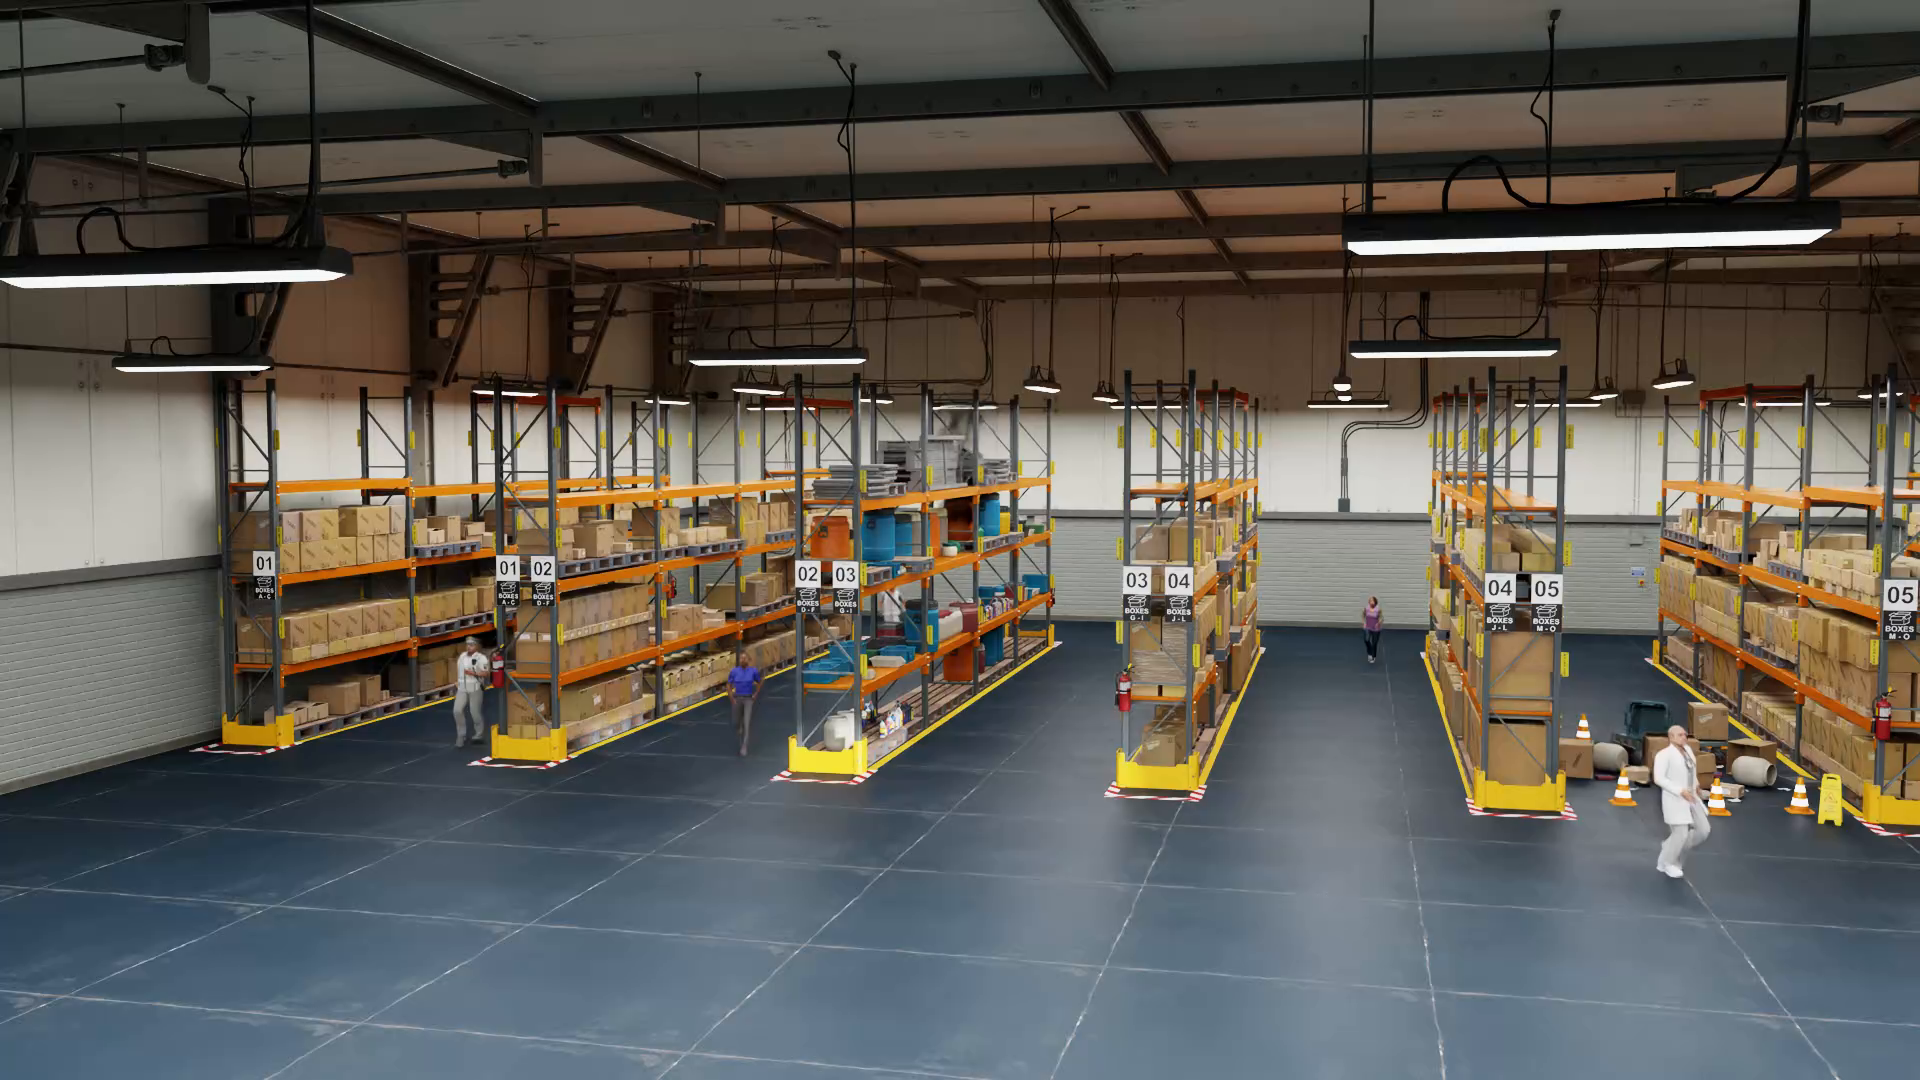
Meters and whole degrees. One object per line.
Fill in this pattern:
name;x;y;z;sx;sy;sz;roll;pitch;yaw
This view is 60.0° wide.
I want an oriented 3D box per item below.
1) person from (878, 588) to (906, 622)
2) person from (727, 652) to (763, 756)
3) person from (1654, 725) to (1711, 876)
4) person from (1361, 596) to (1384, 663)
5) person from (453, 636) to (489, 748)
person;-1.603;1.778;39.243;0.668;1.749;0.746;0;3;-2
person;-3.469;2.614;26.768;0.568;1.632;0.865;0;3;1
person;8.270;2.990;19.050;0.719;1.737;0.593;-2;4;-28
person;9.237;2.003;37.241;0.520;1.526;0.750;1;4;20
person;-8.040;2.483;27.306;0.638;1.830;0.754;0;3;6
